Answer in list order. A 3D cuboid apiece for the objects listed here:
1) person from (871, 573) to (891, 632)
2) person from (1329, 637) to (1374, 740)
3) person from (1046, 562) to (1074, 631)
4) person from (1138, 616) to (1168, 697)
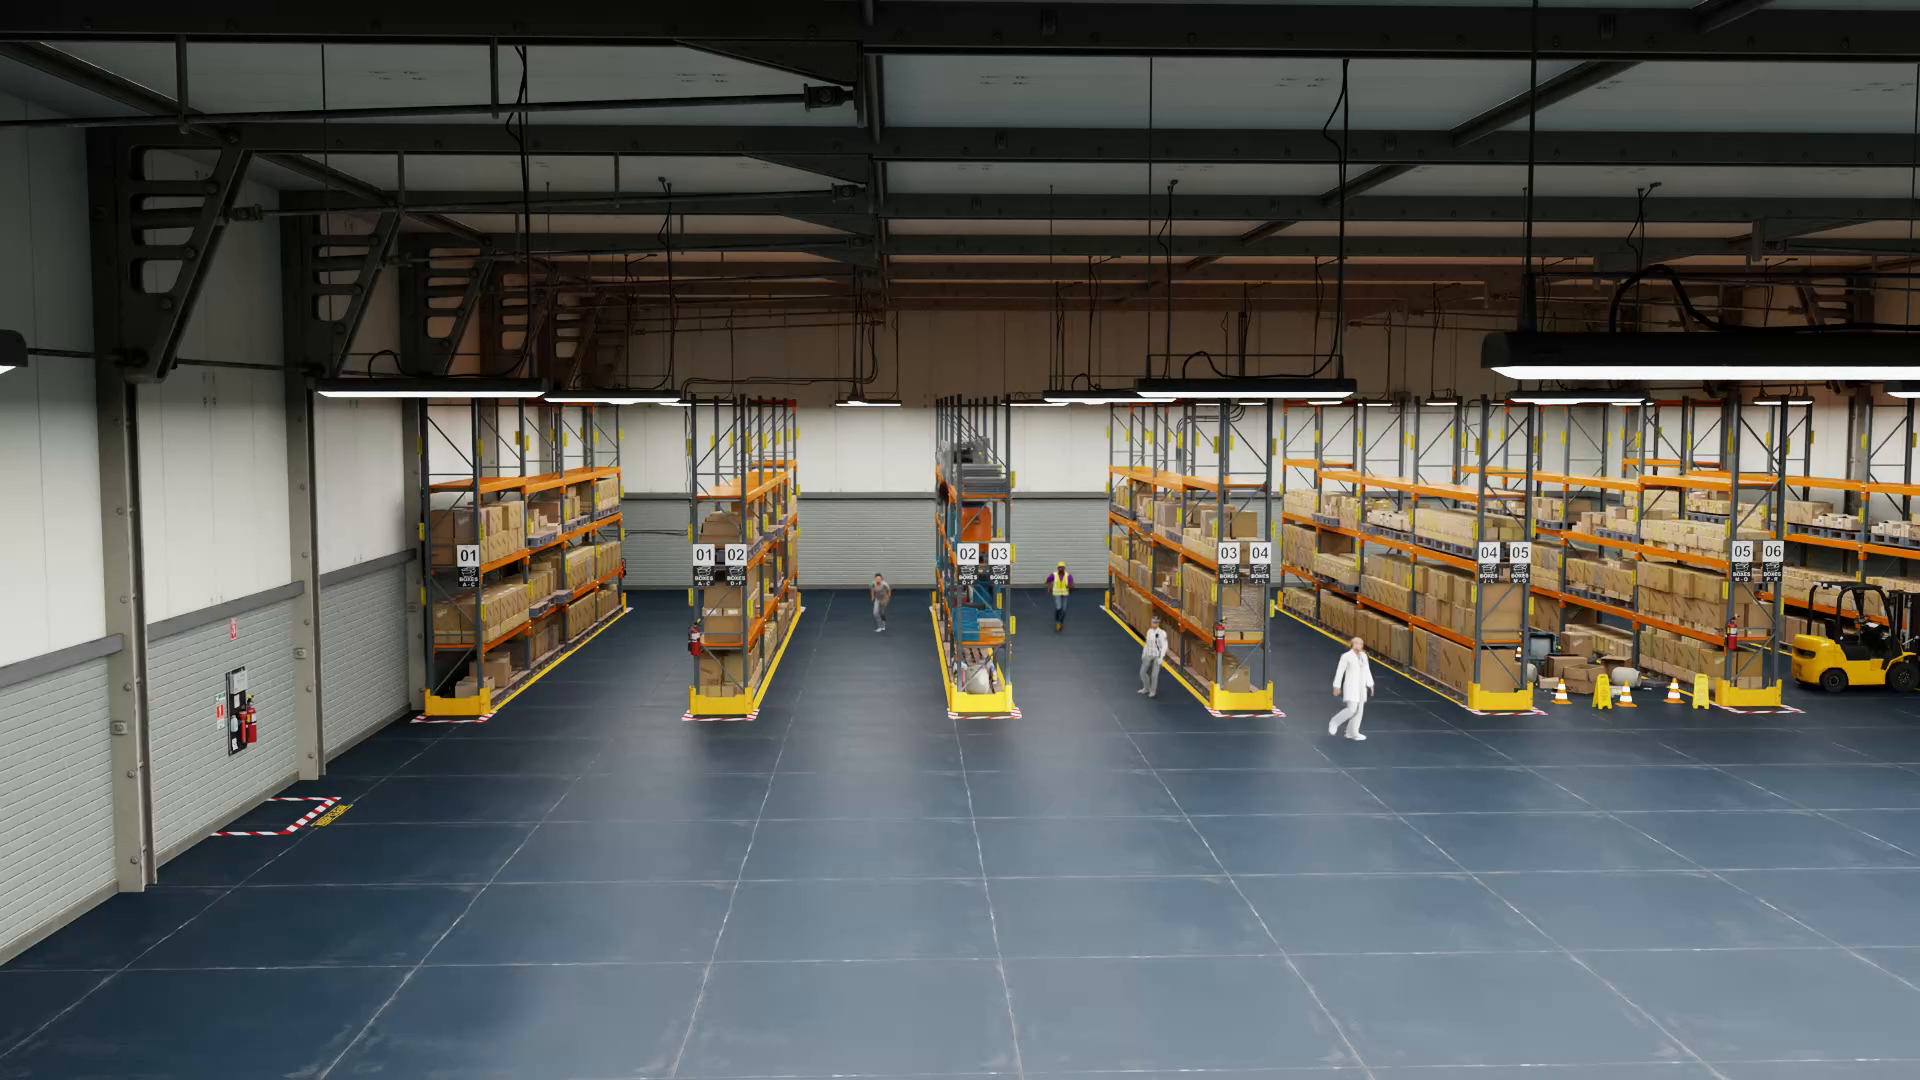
[{"bbox_3d":[-2.007,1.587,43.049,0.553,1.530,0.955,1,5,13],"label":"person"},{"bbox_3d":[6.759,2.619,28.813,0.698,1.662,0.634,-3,6,-36],"label":"person"},{"bbox_3d":[2.607,1.460,43.022,0.665,1.788,0.721,-1,5,-10],"label":"person"},{"bbox_3d":[3.839,2.324,33.087,0.708,1.681,0.440,4,6,39],"label":"person"}]
